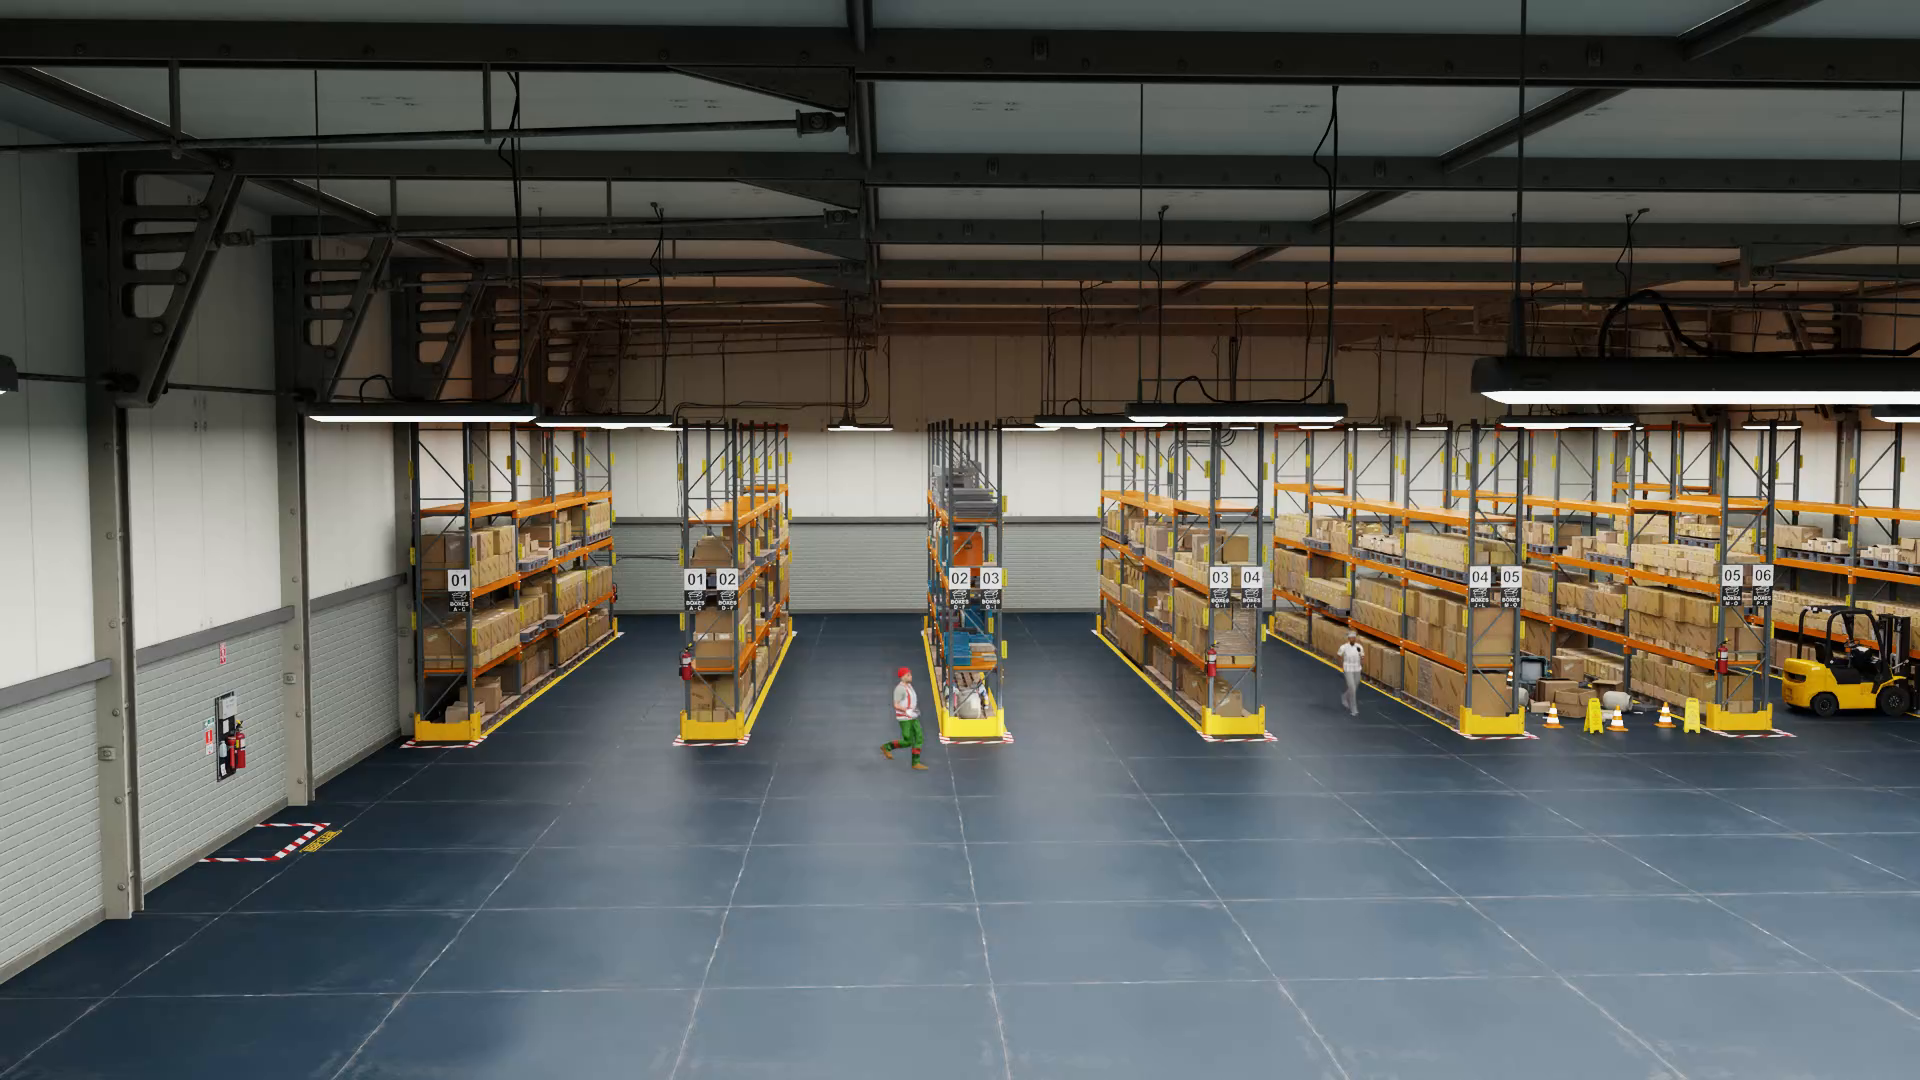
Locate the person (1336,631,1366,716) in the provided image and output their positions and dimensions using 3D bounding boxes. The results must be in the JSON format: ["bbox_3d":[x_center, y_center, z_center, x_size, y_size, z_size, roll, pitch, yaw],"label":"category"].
[{"bbox_3d":[8.040,2.700,34.110,0.571,1.710,0.843,-1,4,-9],"label":"person"}]

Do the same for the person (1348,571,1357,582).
[{"bbox_3d":[11.583,1.742,49.264,0.677,1.720,0.639,0,4,3],"label":"person"}]

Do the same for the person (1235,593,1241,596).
[{"bbox_3d":[7.715,1.836,47.381,0.699,1.733,0.683,2,4,29],"label":"person"}]

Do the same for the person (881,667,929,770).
[{"bbox_3d":[-0.924,3.036,28.372,0.848,1.748,0.669,1,4,21],"label":"person"}]
